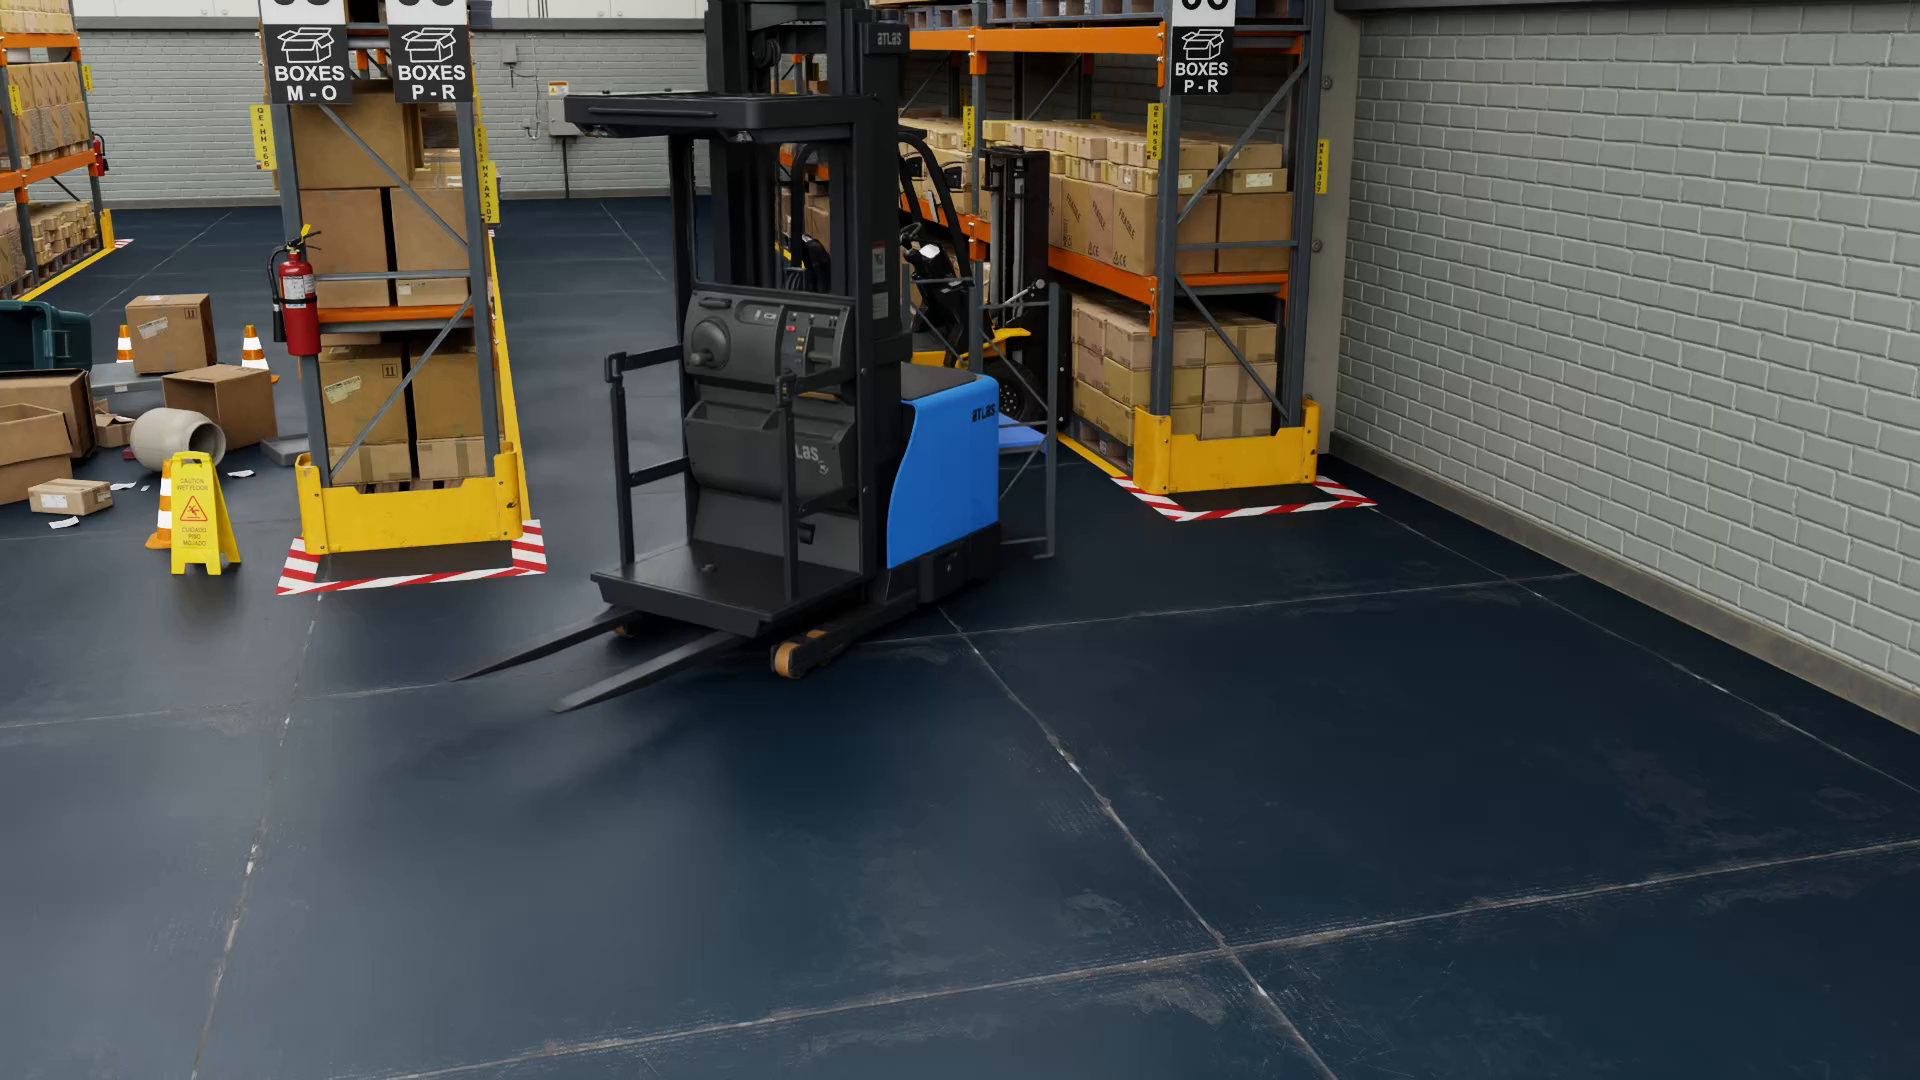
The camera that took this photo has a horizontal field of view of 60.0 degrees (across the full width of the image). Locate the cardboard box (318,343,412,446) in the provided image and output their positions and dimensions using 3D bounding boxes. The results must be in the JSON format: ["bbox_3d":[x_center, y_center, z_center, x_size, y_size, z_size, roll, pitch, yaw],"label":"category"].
[{"bbox_3d":[-3.548,-0.867,9.872,0.500,0.500,0.500,-5,17,-15],"label":"cardboard box"}]

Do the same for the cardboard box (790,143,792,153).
[{"bbox_3d":[-2.026,-5.154,21.833,0.380,0.149,0.250,-4,17,-14],"label":"cardboard box"}]

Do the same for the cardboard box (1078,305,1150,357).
[{"bbox_3d":[1.122,-1.423,11.287,0.500,0.250,0.500,-4,17,-14],"label":"cardboard box"}]

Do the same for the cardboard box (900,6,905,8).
[{"bbox_3d":[-0.427,-5.775,17.819,0.380,0.149,0.250,-5,17,-16],"label":"cardboard box"}]

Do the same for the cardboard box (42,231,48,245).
[{"bbox_3d":[-11.227,-3.629,20.028,0.380,0.149,0.250,-6,18,-18],"label":"cardboard box"}]

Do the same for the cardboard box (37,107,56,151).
[{"bbox_3d":[-11.247,-4.949,20.022,0.500,0.500,0.500,-5,17,-16],"label":"cardboard box"}]

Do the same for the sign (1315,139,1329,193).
[{"bbox_3d":[2.230,-2.311,10.290,0.100,0.325,0.005,-5,17,-15],"label":"sign"}]

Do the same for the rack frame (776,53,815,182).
[{"bbox_3d":[-2.702,-6.242,25.019,1.000,3.000,0.127,-5,17,-15],"label":"rack frame"}]

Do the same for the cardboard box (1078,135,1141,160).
[{"bbox_3d":[1.023,-2.674,11.321,0.380,0.149,0.250,-4,17,-14],"label":"cardboard box"}]

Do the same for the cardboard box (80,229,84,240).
[{"bbox_3d":[-11.703,-3.993,21.757,0.380,0.149,0.250,-5,17,-16],"label":"cardboard box"}]

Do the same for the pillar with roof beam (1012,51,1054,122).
[{"bbox_3d":[-3.418,-6.273,14.693,9.100,9.000,0.400,-5,17,-15],"label":"pillar with roof beam"}]

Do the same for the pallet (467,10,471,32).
[{"bbox_3d":[-5.503,-5.156,16.517,1.213,0.211,1.003,-4,17,-13],"label":"pallet"}]

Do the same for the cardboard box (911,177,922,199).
[{"bbox_3d":[-0.194,-3.390,15.786,0.500,0.250,0.500,-4,17,-13],"label":"cardboard box"}]

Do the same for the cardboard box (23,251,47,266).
[{"bbox_3d":[-10.898,-3.285,19.399,0.380,0.149,0.250,-5,18,-18],"label":"cardboard box"}]

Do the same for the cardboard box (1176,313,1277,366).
[{"bbox_3d":[1.745,-1.328,10.969,0.500,0.250,0.500,-5,17,-16],"label":"cardboard box"}]

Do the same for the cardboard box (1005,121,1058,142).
[{"bbox_3d":[0.573,-3.248,13.234,0.380,0.149,0.250,-4,17,-14],"label":"cardboard box"}]

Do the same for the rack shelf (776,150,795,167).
[{"bbox_3d":[-2.153,-5.344,23.281,1.077,0.370,4.000,-5,17,-15],"label":"rack shelf"}]

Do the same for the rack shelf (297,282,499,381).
[{"bbox_3d":[-3.626,-1.632,10.921,1.077,0.370,4.000,-5,17,-15],"label":"rack shelf"}]

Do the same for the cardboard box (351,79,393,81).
[{"bbox_3d":[-4.264,-3.060,11.996,0.700,0.500,0.500,-5,17,-16],"label":"cardboard box"}]

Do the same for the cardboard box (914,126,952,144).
[{"bbox_3d":[-0.239,-3.777,15.510,0.380,0.149,0.250,-5,17,-17],"label":"cardboard box"}]

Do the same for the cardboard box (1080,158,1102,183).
[{"bbox_3d":[1.043,-2.533,11.370,0.380,0.149,0.250,-5,18,-17],"label":"cardboard box"}]

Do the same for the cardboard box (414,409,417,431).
[{"bbox_3d":[-3.842,-0.798,10.944,0.500,0.250,0.500,-5,18,-17],"label":"cardboard box"}]

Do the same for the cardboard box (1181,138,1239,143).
[{"bbox_3d":[1.682,-2.574,10.990,0.380,0.149,0.250,-4,17,-14],"label":"cardboard box"}]

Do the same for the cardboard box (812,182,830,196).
[{"bbox_3d":[-1.643,-4.405,20.872,0.380,0.149,0.250,-6,18,-18],"label":"cardboard box"}]

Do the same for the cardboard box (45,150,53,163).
[{"bbox_3d":[-11.278,-4.667,20.213,0.380,0.149,0.250,-4,17,-13],"label":"cardboard box"}]

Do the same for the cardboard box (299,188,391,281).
[{"bbox_3d":[-3.491,-1.742,9.345,0.500,0.500,0.500,-5,17,-16],"label":"cardboard box"}]

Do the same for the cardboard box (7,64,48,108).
[{"bbox_3d":[-11.262,-5.420,19.854,0.500,0.500,0.500,-4,17,-14],"label":"cardboard box"}]

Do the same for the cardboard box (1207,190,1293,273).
[{"bbox_3d":[1.826,-2.023,10.800,0.500,0.500,0.500,-4,17,-13],"label":"cardboard box"}]

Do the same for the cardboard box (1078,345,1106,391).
[{"bbox_3d":[1.133,-1.190,11.379,0.500,0.250,0.500,-5,17,-16],"label":"cardboard box"}]

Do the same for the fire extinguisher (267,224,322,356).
[{"bbox_3d":[-3.488,-1.318,8.760,0.296,0.674,0.183,-5,17,-15],"label":"fire extinguisher"}]

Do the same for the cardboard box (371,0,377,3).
[{"bbox_3d":[-3.902,-3.472,10.327,0.500,0.250,0.500,-5,17,-15],"label":"cardboard box"}]

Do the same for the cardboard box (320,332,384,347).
[{"bbox_3d":[-3.713,-1.274,10.099,0.380,0.149,0.250,-4,17,-14],"label":"cardboard box"}]

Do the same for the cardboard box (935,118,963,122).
[{"bbox_3d":[-0.041,-4.250,17.086,0.380,0.149,0.250,-4,17,-14],"label":"cardboard box"}]

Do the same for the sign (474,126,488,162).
[{"bbox_3d":[-3.657,-2.989,12.684,0.100,0.325,0.005,-5,17,-15],"label":"sign"}]

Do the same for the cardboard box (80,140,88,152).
[{"bbox_3d":[-11.844,-5.241,22.123,0.380,0.149,0.250,-5,17,-15],"label":"cardboard box"}]

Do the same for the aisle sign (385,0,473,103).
[{"bbox_3d":[-2.762,-2.675,8.626,0.394,0.787,0.004,-5,17,-15],"label":"aisle sign"}]

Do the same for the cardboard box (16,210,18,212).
[{"bbox_3d":[-12.036,-4.092,21.053,0.380,0.149,0.250,-4,17,-13],"label":"cardboard box"}]

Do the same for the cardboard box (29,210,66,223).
[{"bbox_3d":[-11.506,-4.060,20.945,0.380,0.149,0.250,-5,18,-17],"label":"cardboard box"}]

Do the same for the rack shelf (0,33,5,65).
[{"bbox_3d":[-10.557,-4.862,16.460,1.077,0.370,4.000,-5,17,-15],"label":"rack shelf"}]

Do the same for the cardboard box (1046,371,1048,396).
[{"bbox_3d":[0.841,-1.225,12.366,0.500,0.250,0.500,-4,17,-13],"label":"cardboard box"}]

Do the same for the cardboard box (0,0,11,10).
[{"bbox_3d":[-11.008,-6.079,18.654,0.500,0.250,0.500,-4,17,-13],"label":"cardboard box"}]

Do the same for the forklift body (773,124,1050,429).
[{"bbox_3d":[-0.581,-1.790,11.673,2.313,2.155,1.214,-5,17,-15],"label":"forklift body"}]

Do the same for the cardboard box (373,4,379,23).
[{"bbox_3d":[-4.040,-3.456,10.967,0.380,0.149,0.250,-5,18,-17],"label":"cardboard box"}]

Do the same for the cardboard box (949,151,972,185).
[{"bbox_3d":[0.215,-3.206,14.303,0.500,0.250,0.500,-5,17,-16],"label":"cardboard box"}]

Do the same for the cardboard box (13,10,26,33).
[{"bbox_3d":[-11.126,-5.975,19.174,0.500,0.250,0.500,-5,17,-16],"label":"cardboard box"}]

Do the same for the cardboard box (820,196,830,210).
[{"bbox_3d":[-1.528,-4.190,20.673,0.380,0.149,0.250,-6,18,-18],"label":"cardboard box"}]

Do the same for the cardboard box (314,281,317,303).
[{"bbox_3d":[-3.562,-1.451,9.504,0.380,0.149,0.250,-5,17,-16],"label":"cardboard box"}]

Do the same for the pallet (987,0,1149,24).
[{"bbox_3d":[0.855,-4.083,12.771,1.003,0.211,1.213,-5,17,-15],"label":"pallet"}]

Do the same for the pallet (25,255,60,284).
[{"bbox_3d":[-11.325,-3.170,19.640,1.003,0.211,1.213,-5,17,-15],"label":"pallet"}]

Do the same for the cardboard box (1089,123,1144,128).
[{"bbox_3d":[1.217,-3.150,12.908,0.380,0.149,0.250,-5,17,-16],"label":"cardboard box"}]

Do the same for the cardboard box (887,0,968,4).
[{"bbox_3d":[-0.304,-5.412,15.962,0.700,0.500,0.500,-5,17,-16],"label":"cardboard box"}]

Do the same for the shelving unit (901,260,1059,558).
[{"bbox_3d":[0.091,-0.744,9.323,0.538,1.500,1.048,-7,18,-21],"label":"shelving unit"}]

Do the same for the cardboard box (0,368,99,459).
[{"bbox_3d":[-6.259,-0.836,11.125,0.797,0.637,0.503,-5,17,-15],"label":"cardboard box"}]

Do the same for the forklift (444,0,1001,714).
[{"bbox_3d":[-1.009,-0.939,7.482,1.130,2.935,3.031,11,20,32],"label":"forklift"}]
